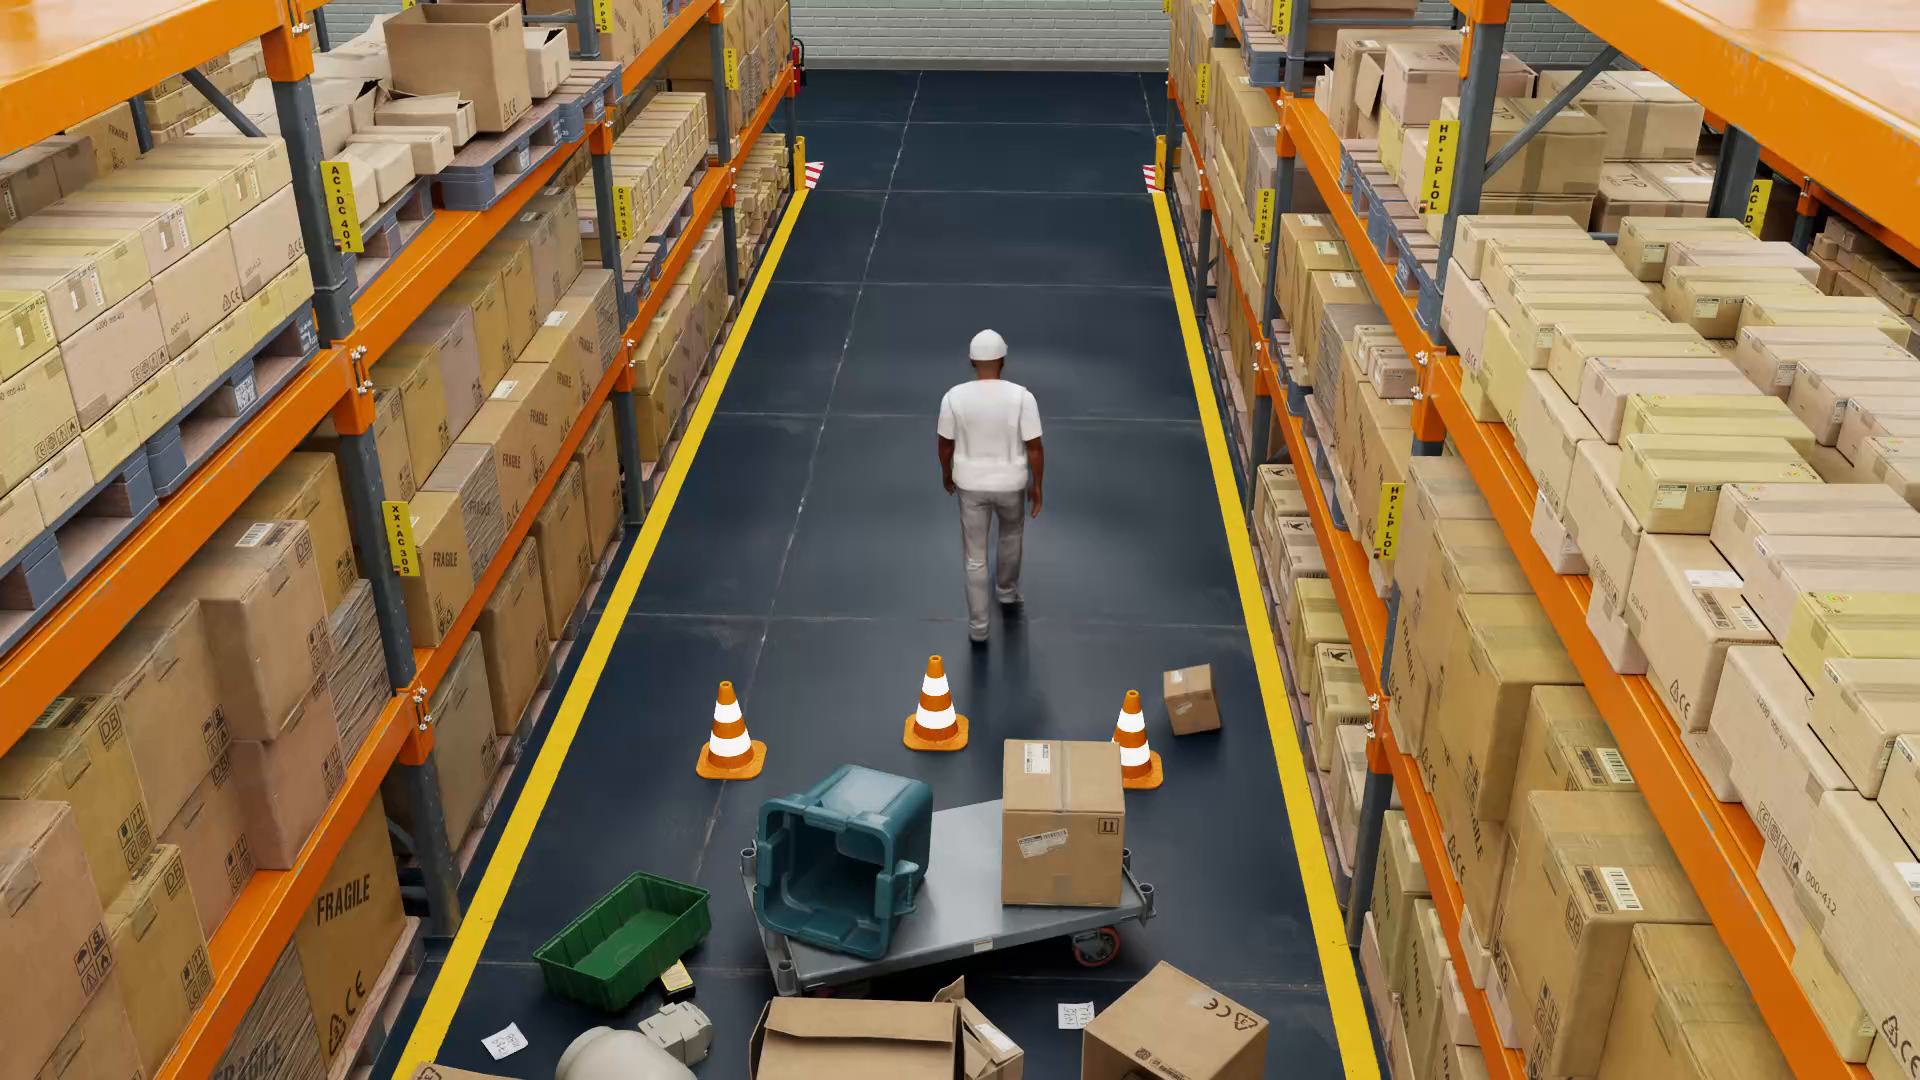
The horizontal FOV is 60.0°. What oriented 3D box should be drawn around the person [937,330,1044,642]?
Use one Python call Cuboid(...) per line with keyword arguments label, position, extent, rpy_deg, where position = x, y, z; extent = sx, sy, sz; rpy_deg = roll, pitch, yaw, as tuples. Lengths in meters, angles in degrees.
Cuboid(label="person", position=(0.170, -0.287, 9.415), extent=(0.598, 1.825, 0.703), rpy_deg=(0, 28, 1))
